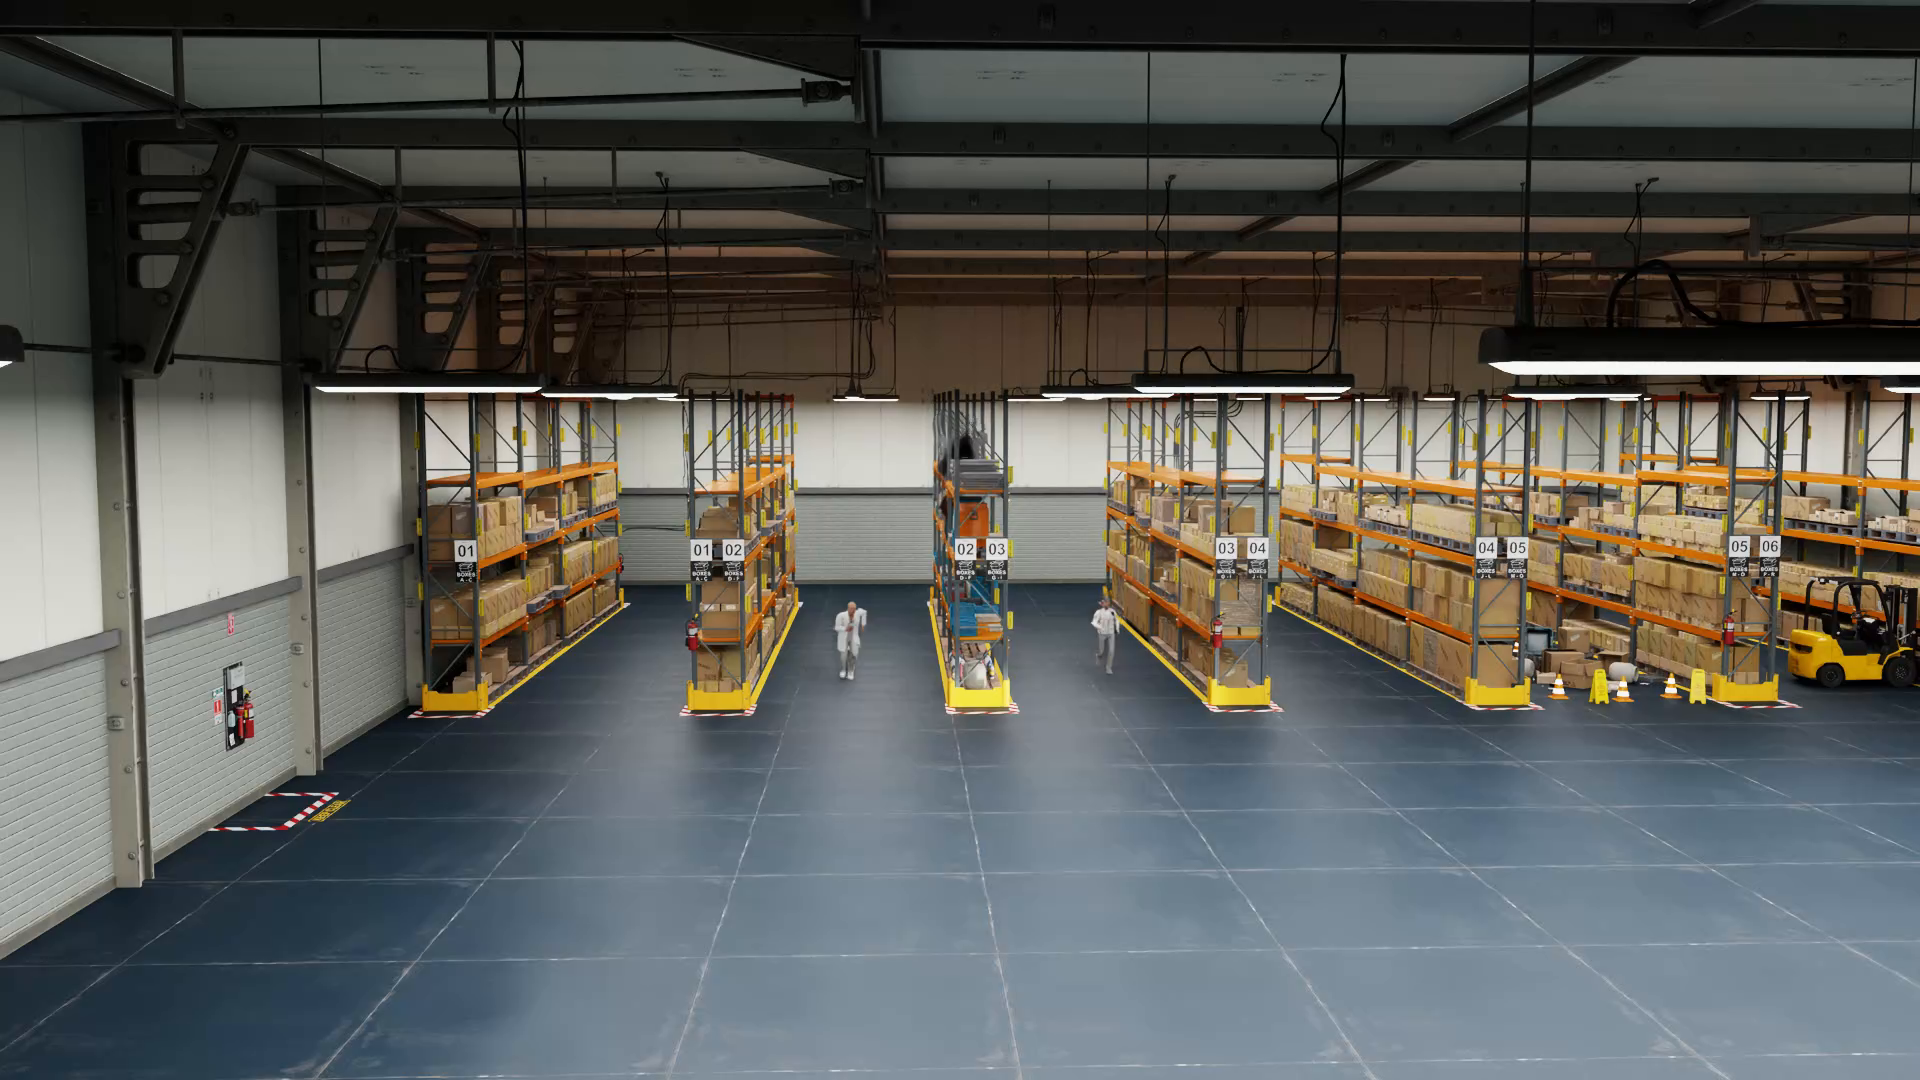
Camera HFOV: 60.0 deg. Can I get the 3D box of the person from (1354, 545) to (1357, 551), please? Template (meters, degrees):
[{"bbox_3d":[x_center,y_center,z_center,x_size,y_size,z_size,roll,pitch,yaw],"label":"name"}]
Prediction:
[{"bbox_3d":[11.388,0.989,47.621,0.710,1.701,0.612,-3,6,-34],"label":"person"}]

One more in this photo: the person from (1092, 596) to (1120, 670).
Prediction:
[{"bbox_3d":[3.123,1.974,35.465,0.621,1.599,0.627,-1,5,-11],"label":"person"}]

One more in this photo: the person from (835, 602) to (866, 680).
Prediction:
[{"bbox_3d":[-2.288,2.090,34.592,0.738,1.670,1.051,-2,5,-18],"label":"person"}]
